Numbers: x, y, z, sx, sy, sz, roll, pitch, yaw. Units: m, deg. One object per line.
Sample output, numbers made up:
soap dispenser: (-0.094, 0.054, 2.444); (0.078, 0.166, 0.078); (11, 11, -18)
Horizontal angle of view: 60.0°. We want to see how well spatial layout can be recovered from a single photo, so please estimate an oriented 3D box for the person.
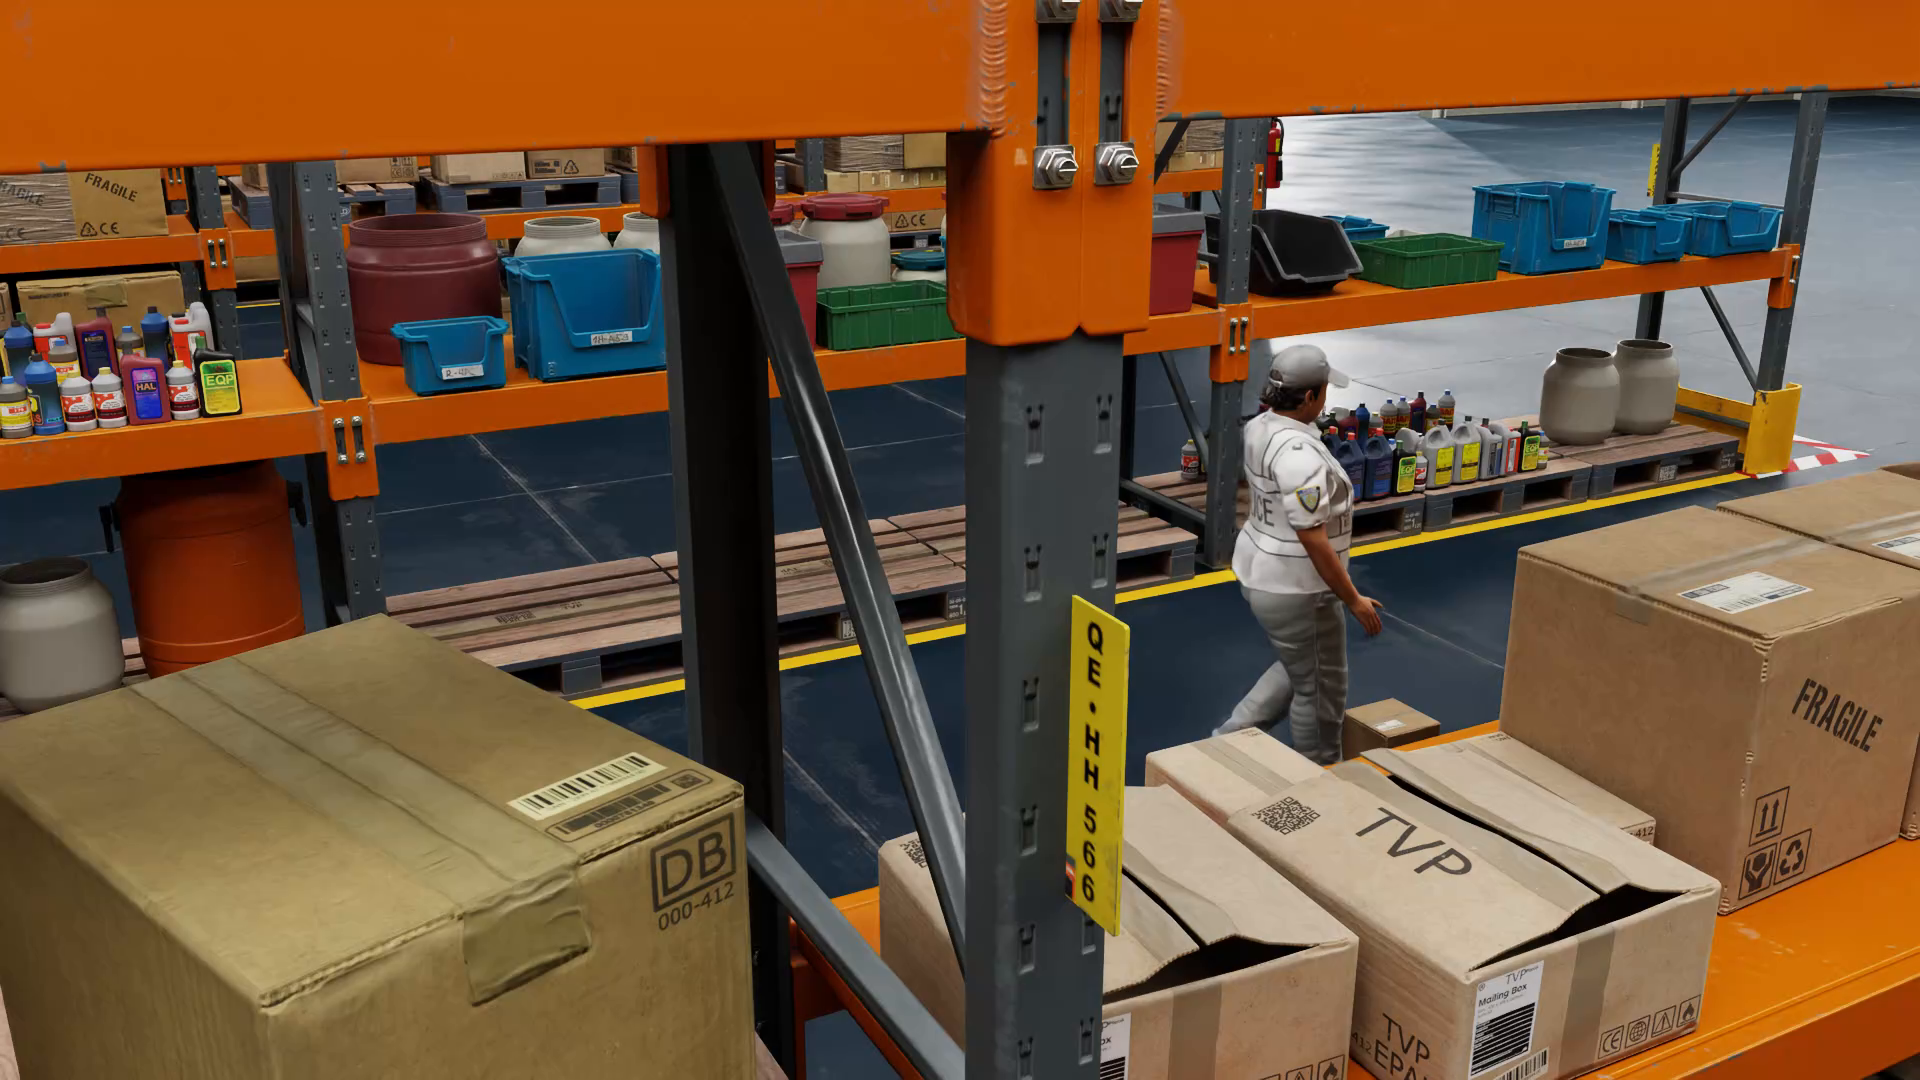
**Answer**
person: (1.200, 0.152, 5.588); (0.567, 1.650, 0.534); (-1, 19, -3)
